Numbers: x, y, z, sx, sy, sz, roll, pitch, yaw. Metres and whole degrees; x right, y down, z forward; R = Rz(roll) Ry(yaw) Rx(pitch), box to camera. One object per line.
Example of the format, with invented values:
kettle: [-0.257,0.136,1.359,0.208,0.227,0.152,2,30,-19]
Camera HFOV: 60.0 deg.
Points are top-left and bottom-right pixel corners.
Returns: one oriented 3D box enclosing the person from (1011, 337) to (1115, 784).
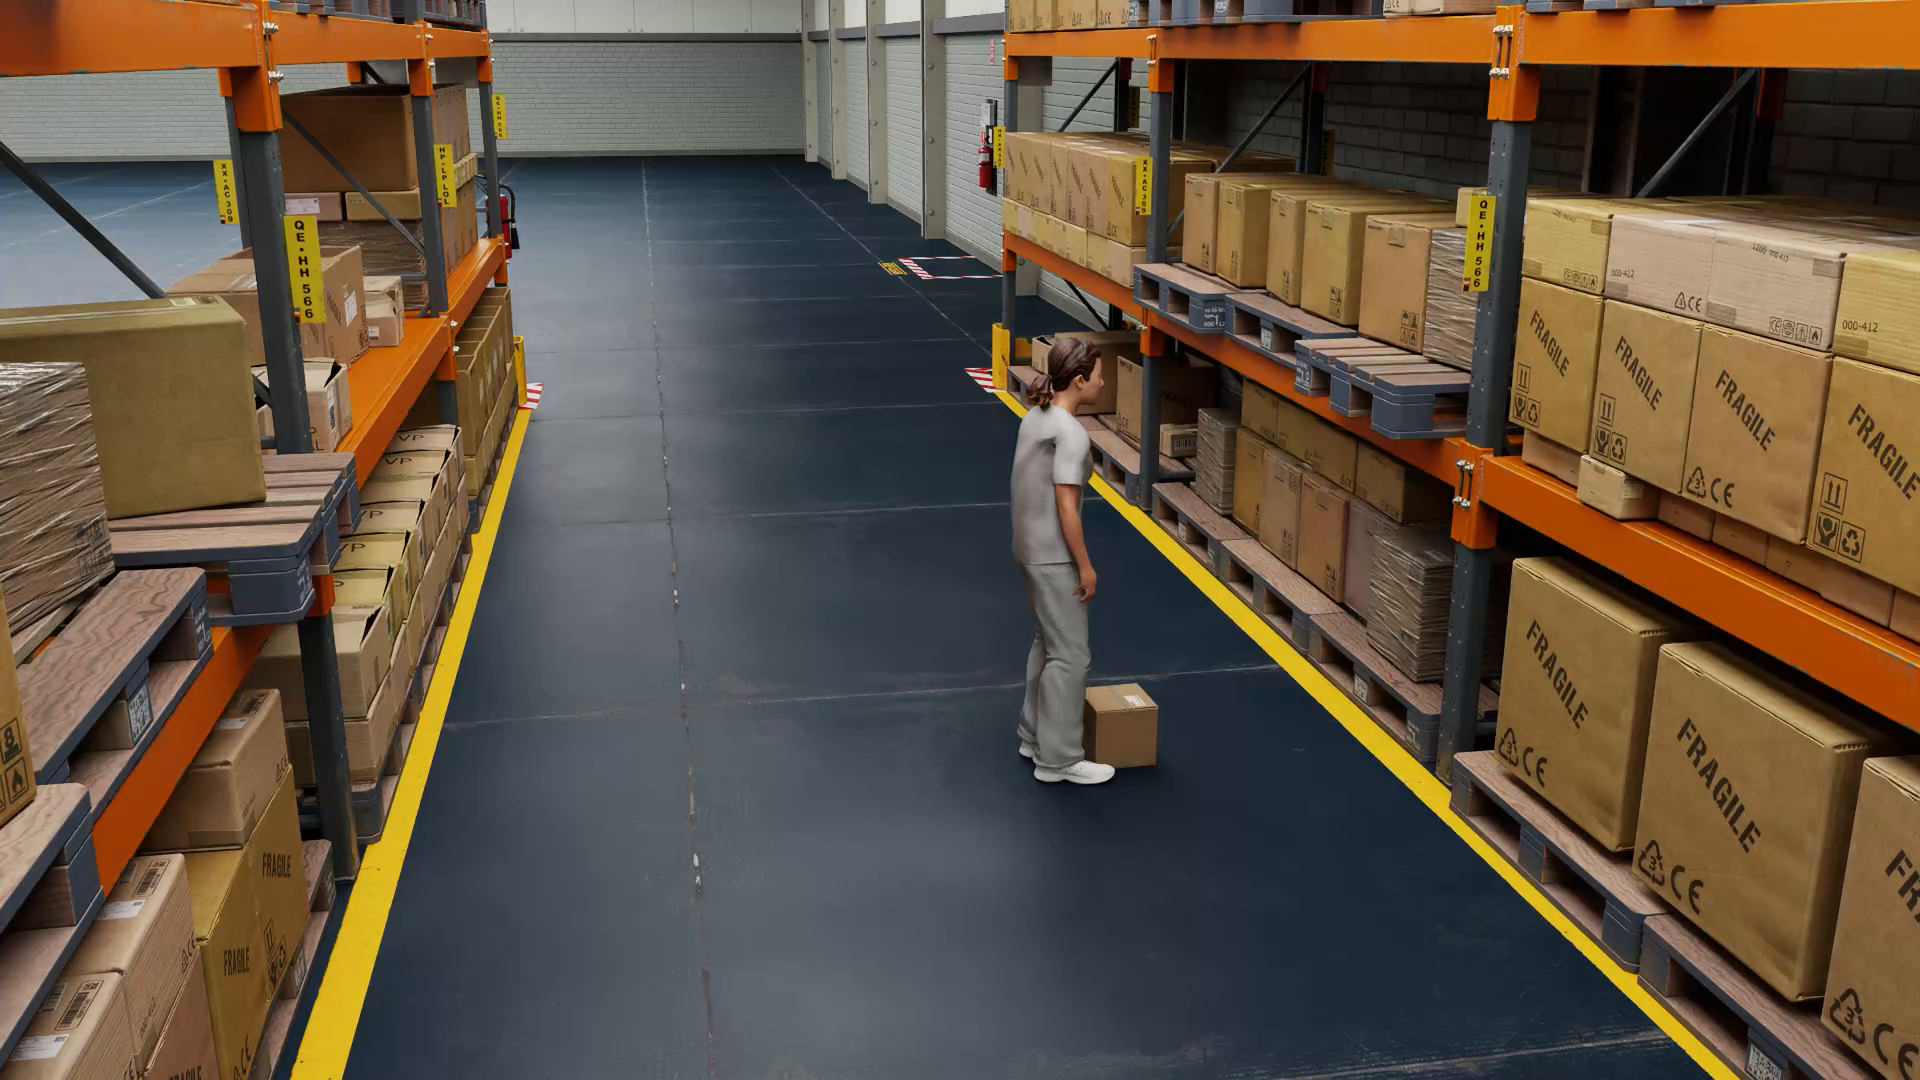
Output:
person: [0.380,0.069,6.306,0.356,1.673,0.509,-4,17,-13]
